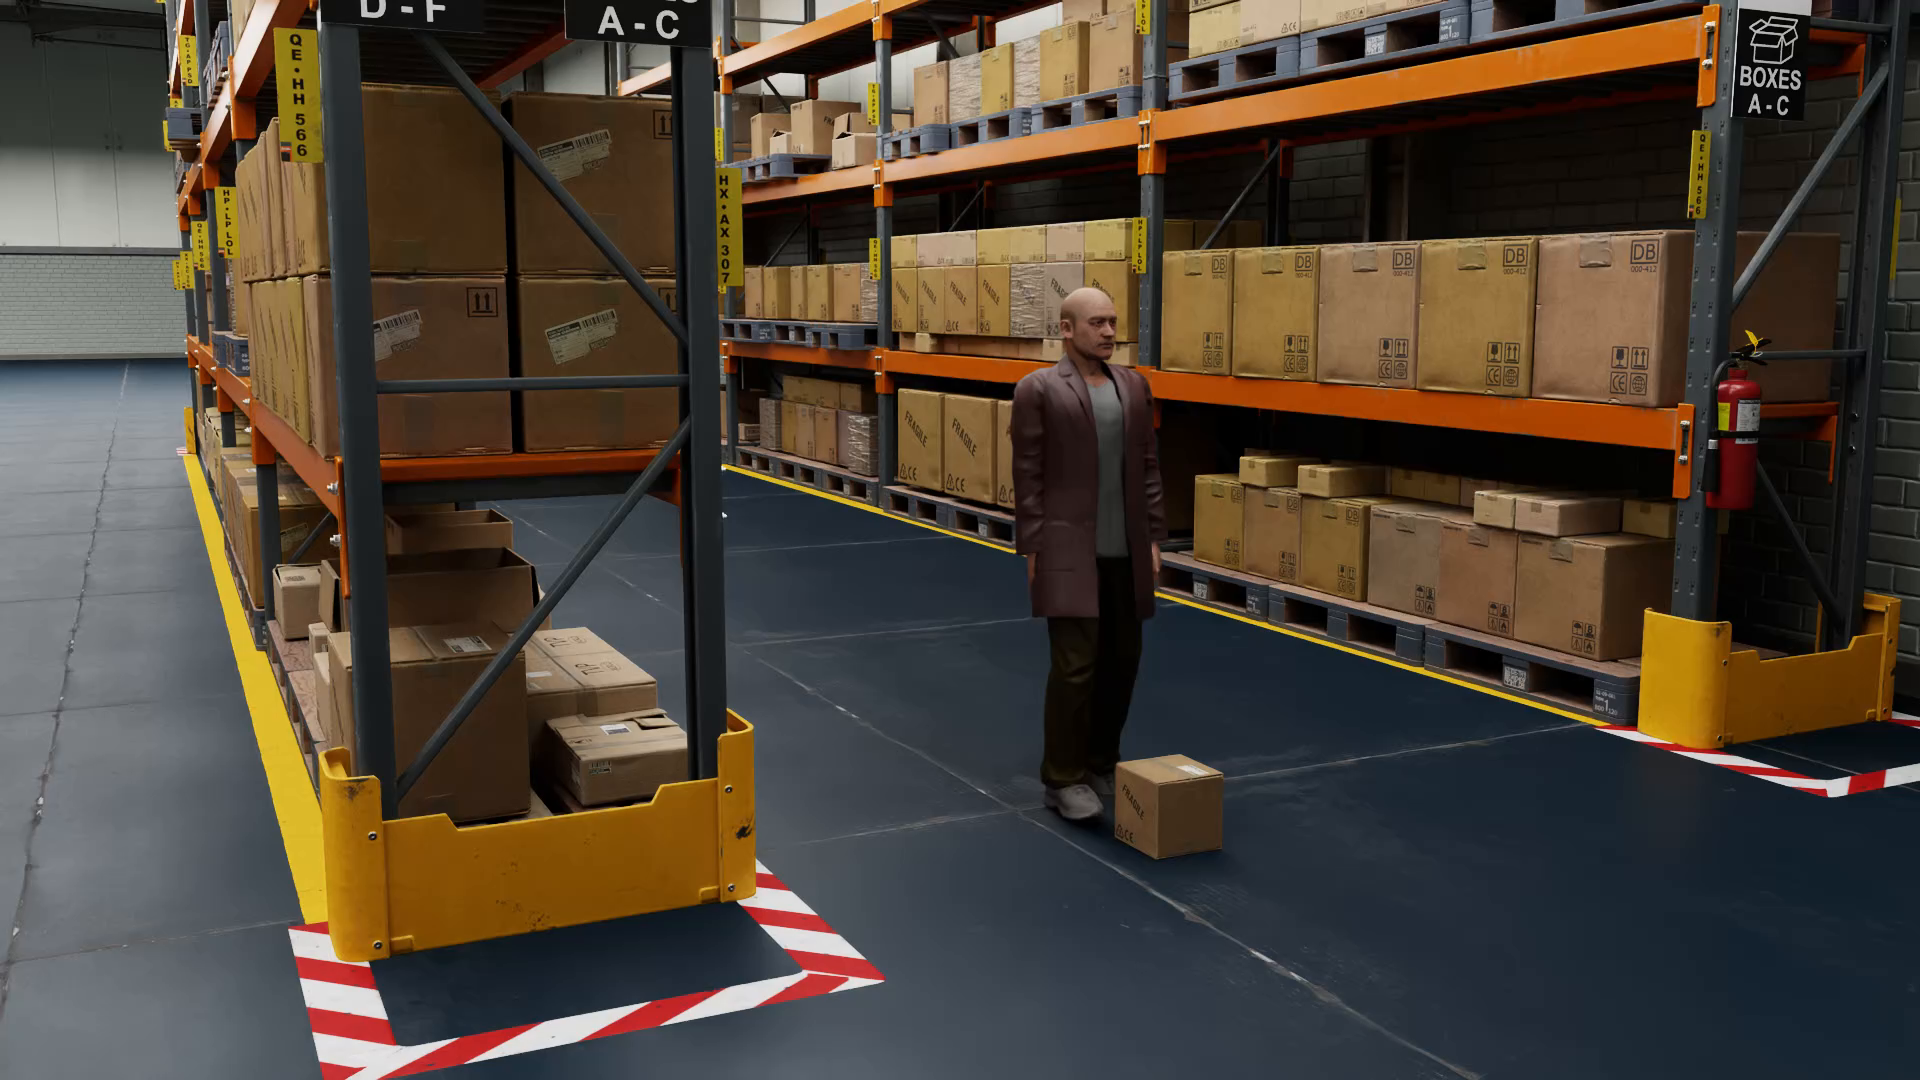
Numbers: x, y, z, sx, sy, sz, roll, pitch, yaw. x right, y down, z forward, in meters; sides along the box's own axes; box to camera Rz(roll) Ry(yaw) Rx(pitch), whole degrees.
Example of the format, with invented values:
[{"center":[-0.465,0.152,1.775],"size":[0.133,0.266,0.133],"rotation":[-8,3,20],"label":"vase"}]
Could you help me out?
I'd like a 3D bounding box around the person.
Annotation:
[{"center":[0.457,0.079,5.685],"size":[0.574,1.864,0.602],"rotation":[-4,9,-25],"label":"person"}]
